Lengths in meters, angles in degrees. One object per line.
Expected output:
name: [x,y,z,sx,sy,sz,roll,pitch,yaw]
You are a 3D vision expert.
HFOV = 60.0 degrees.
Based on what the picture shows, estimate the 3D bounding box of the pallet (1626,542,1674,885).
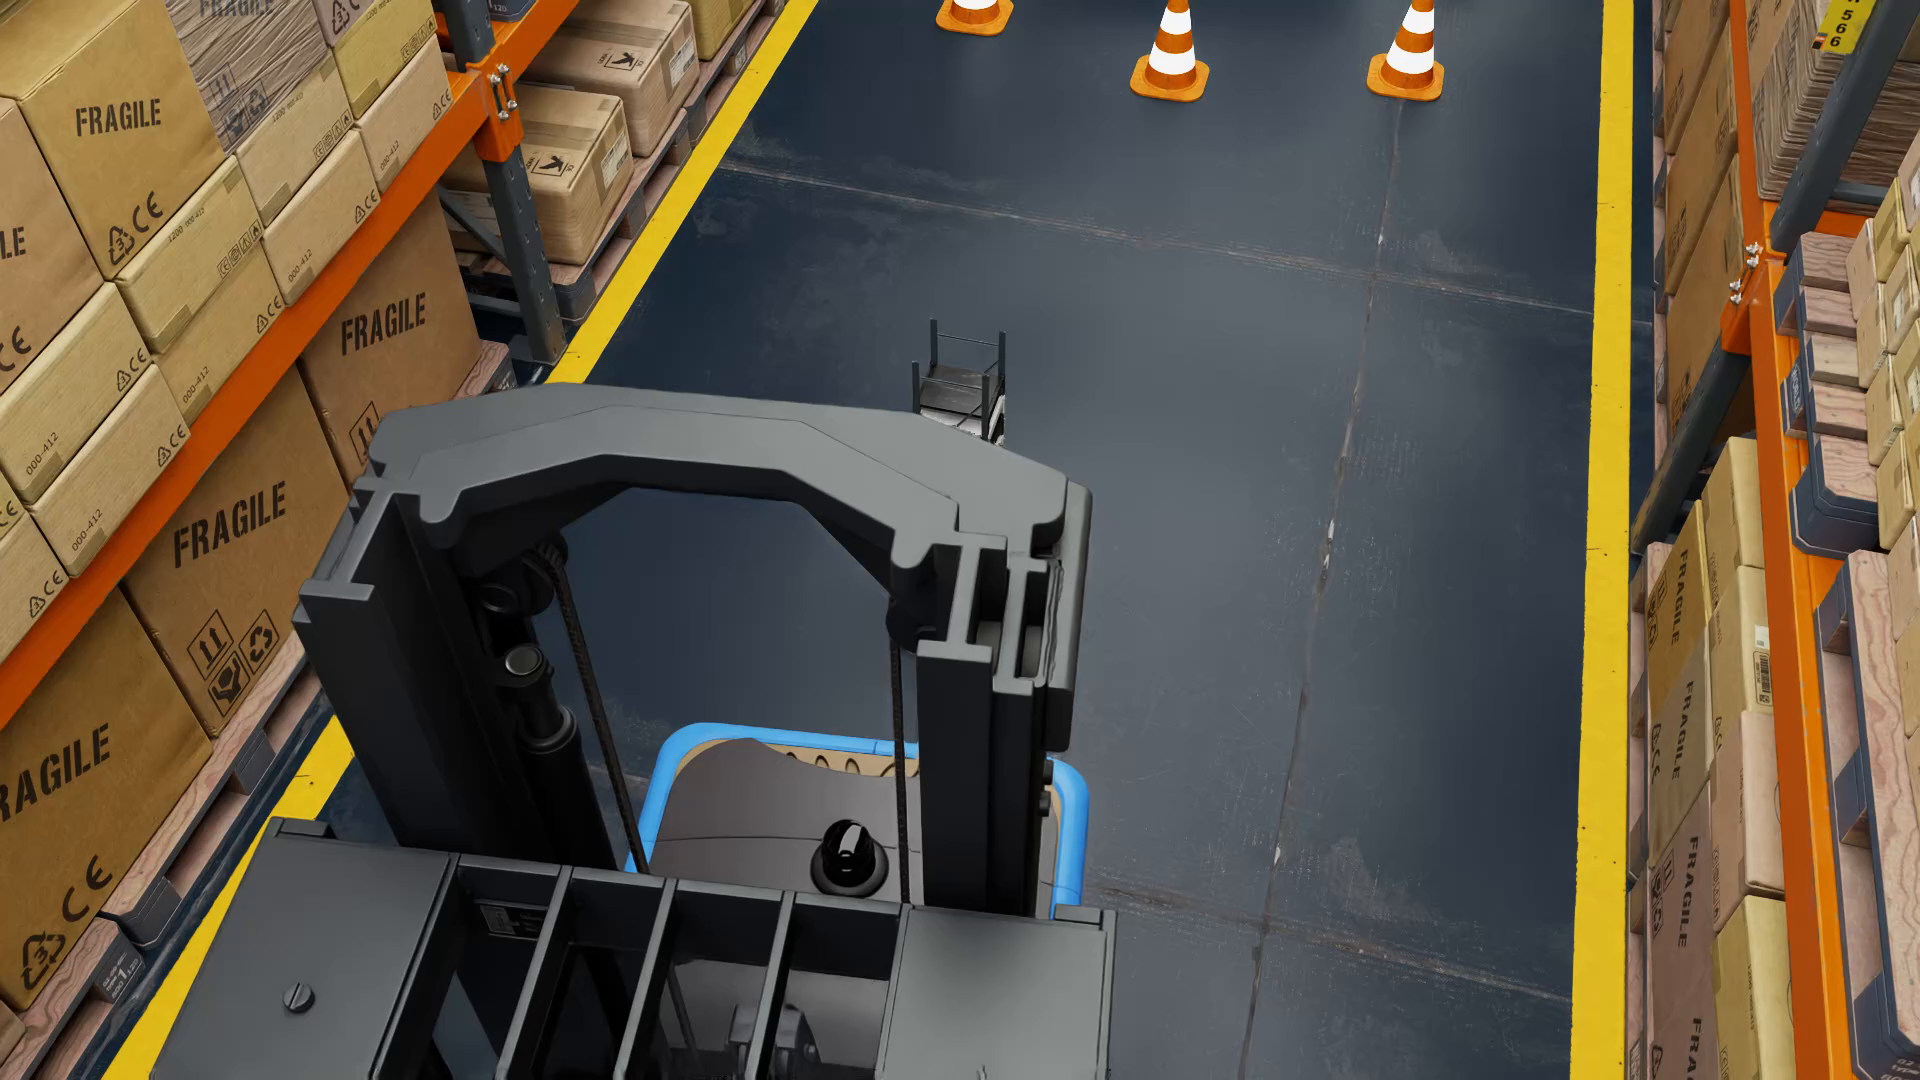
pallet: [2.589,0.602,5.077,1.003,0.211,1.213,12,50,10]

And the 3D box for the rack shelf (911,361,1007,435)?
rack shelf: [-0.002,-0.449,5.230,0.258,0.077,0.200,12,50,10]

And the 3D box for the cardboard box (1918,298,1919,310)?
cardboard box: [2.350,-0.470,3.655,0.380,0.149,0.250,11,50,10]

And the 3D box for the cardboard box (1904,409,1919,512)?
cardboard box: [2.272,-0.157,3.577,0.380,0.149,0.250,12,50,10]

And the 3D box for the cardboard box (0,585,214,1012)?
cardboard box: [-2.743,0.549,4.402,0.875,0.875,0.875,13,50,11]

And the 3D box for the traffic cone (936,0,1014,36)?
traffic cone: [0.071,-2.670,7.797,0.336,0.463,0.334,12,50,10]

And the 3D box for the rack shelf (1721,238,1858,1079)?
rack shelf: [2.269,0.799,3.524,1.077,0.370,4.000,12,50,10]

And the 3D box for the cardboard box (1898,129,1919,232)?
cardboard box: [2.486,-0.839,3.980,0.380,0.149,0.250,12,50,10]

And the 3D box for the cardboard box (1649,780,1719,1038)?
cardboard box: [2.104,1.001,4.253,0.500,0.500,0.500,10,49,9]

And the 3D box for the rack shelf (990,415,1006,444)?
rack shelf: [-0.002,-0.329,5.365,0.258,0.077,0.200,12,50,10]

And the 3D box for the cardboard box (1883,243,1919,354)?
cardboard box: [2.406,-0.533,3.909,0.380,0.149,0.250,14,50,12]

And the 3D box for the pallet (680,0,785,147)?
pallet: [-1.476,-2.311,7.649,1.003,0.211,1.213,12,50,10]

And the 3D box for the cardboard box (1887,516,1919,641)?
cardboard box: [2.205,0.121,3.530,0.380,0.149,0.250,13,50,11]

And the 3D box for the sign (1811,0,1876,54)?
sign: [2.260,-1.375,4.191,0.100,0.325,0.005,12,50,10]

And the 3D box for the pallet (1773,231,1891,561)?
pallet: [2.711,-0.285,4.129,1.213,0.211,1.003,12,50,10]

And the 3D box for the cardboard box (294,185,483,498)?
cardboard box: [-2.268,-0.742,5.541,0.875,0.875,0.875,11,50,10]

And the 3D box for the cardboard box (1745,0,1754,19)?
cardboard box: [2.920,-2.019,5.465,0.500,0.500,0.500,11,49,9]

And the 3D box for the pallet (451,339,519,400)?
pallet: [-2.286,-0.311,5.884,1.003,0.211,1.213,12,50,10]

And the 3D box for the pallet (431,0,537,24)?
pallet: [-1.921,-2.262,5.874,1.213,0.211,1.003,12,50,10]

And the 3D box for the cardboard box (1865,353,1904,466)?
cardboard box: [2.342,-0.268,3.873,0.380,0.149,0.250,14,50,12]

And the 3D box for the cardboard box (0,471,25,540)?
cardboard box: [-2.403,-0.016,3.530,0.500,0.250,0.500,12,50,11]

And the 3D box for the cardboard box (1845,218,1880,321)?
cardboard box: [2.483,-0.657,4.217,0.380,0.149,0.250,11,49,10]

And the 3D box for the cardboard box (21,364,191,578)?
cardboard box: [-2.263,-0.214,4.038,0.500,0.250,0.500,11,49,9]

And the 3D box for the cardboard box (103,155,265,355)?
cardboard box: [-2.135,-0.758,4.185,0.500,0.250,0.500,10,49,9]

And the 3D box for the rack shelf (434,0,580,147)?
rack shelf: [-1.480,-2.998,6.875,1.077,0.370,4.000,12,50,10]

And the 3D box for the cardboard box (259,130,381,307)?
cardboard box: [-2.008,-0.950,4.687,0.500,0.250,0.500,12,50,11]

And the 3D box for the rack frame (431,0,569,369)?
rack frame: [-2.006,-1.789,5.328,1.000,3.000,0.127,12,50,10]

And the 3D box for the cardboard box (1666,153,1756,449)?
cardboard box: [3.043,-0.702,5.590,1.050,0.750,0.750,11,49,10]

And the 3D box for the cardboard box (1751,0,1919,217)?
cardboard box: [2.655,-1.297,4.827,0.500,0.500,0.500,12,50,10]

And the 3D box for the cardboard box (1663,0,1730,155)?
cardboard box: [3.515,-2.009,6.743,1.050,0.750,0.750,12,50,10]

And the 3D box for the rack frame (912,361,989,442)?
rack frame: [-0.029,-0.218,5.343,0.240,0.900,0.006,12,50,10]

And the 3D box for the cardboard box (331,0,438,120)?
cardboard box: [-1.889,-1.504,4.844,0.500,0.250,0.500,11,50,10]

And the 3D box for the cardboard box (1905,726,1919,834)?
cardboard box: [2.067,0.490,3.204,0.380,0.149,0.250,10,49,9]

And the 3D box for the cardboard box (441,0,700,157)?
cardboard box: [-1.661,-2.000,6.987,0.950,0.372,0.625,11,49,9]

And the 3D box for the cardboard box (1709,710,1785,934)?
cardboard box: [2.105,0.728,3.994,0.500,0.250,0.500,12,50,10]

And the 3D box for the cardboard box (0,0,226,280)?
cardboard box: [-2.154,-0.997,3.895,0.500,0.500,0.500,12,50,10]

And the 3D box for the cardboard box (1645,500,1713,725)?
cardboard box: [2.364,0.264,4.903,0.500,0.500,0.500,10,49,8]

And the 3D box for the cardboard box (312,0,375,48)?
cardboard box: [-1.890,-1.727,4.540,0.500,0.500,0.500,10,49,9]

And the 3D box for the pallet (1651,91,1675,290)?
pallet: [3.399,-1.398,6.843,1.003,0.211,1.213,12,50,10]

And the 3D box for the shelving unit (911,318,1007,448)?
shelving unit: [-0.002,-0.292,5.407,0.258,0.900,0.210,12,50,10]

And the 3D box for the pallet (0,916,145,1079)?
pallet: [-2.929,1.454,4.326,1.003,0.211,1.213,12,50,10]

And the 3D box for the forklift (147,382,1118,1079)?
forklift: [-0.381,1.309,2.640,1.130,2.935,3.031,5,49,5]

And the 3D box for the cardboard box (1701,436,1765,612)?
cardboard box: [2.381,0.006,4.631,0.500,0.250,0.500,10,49,8]
